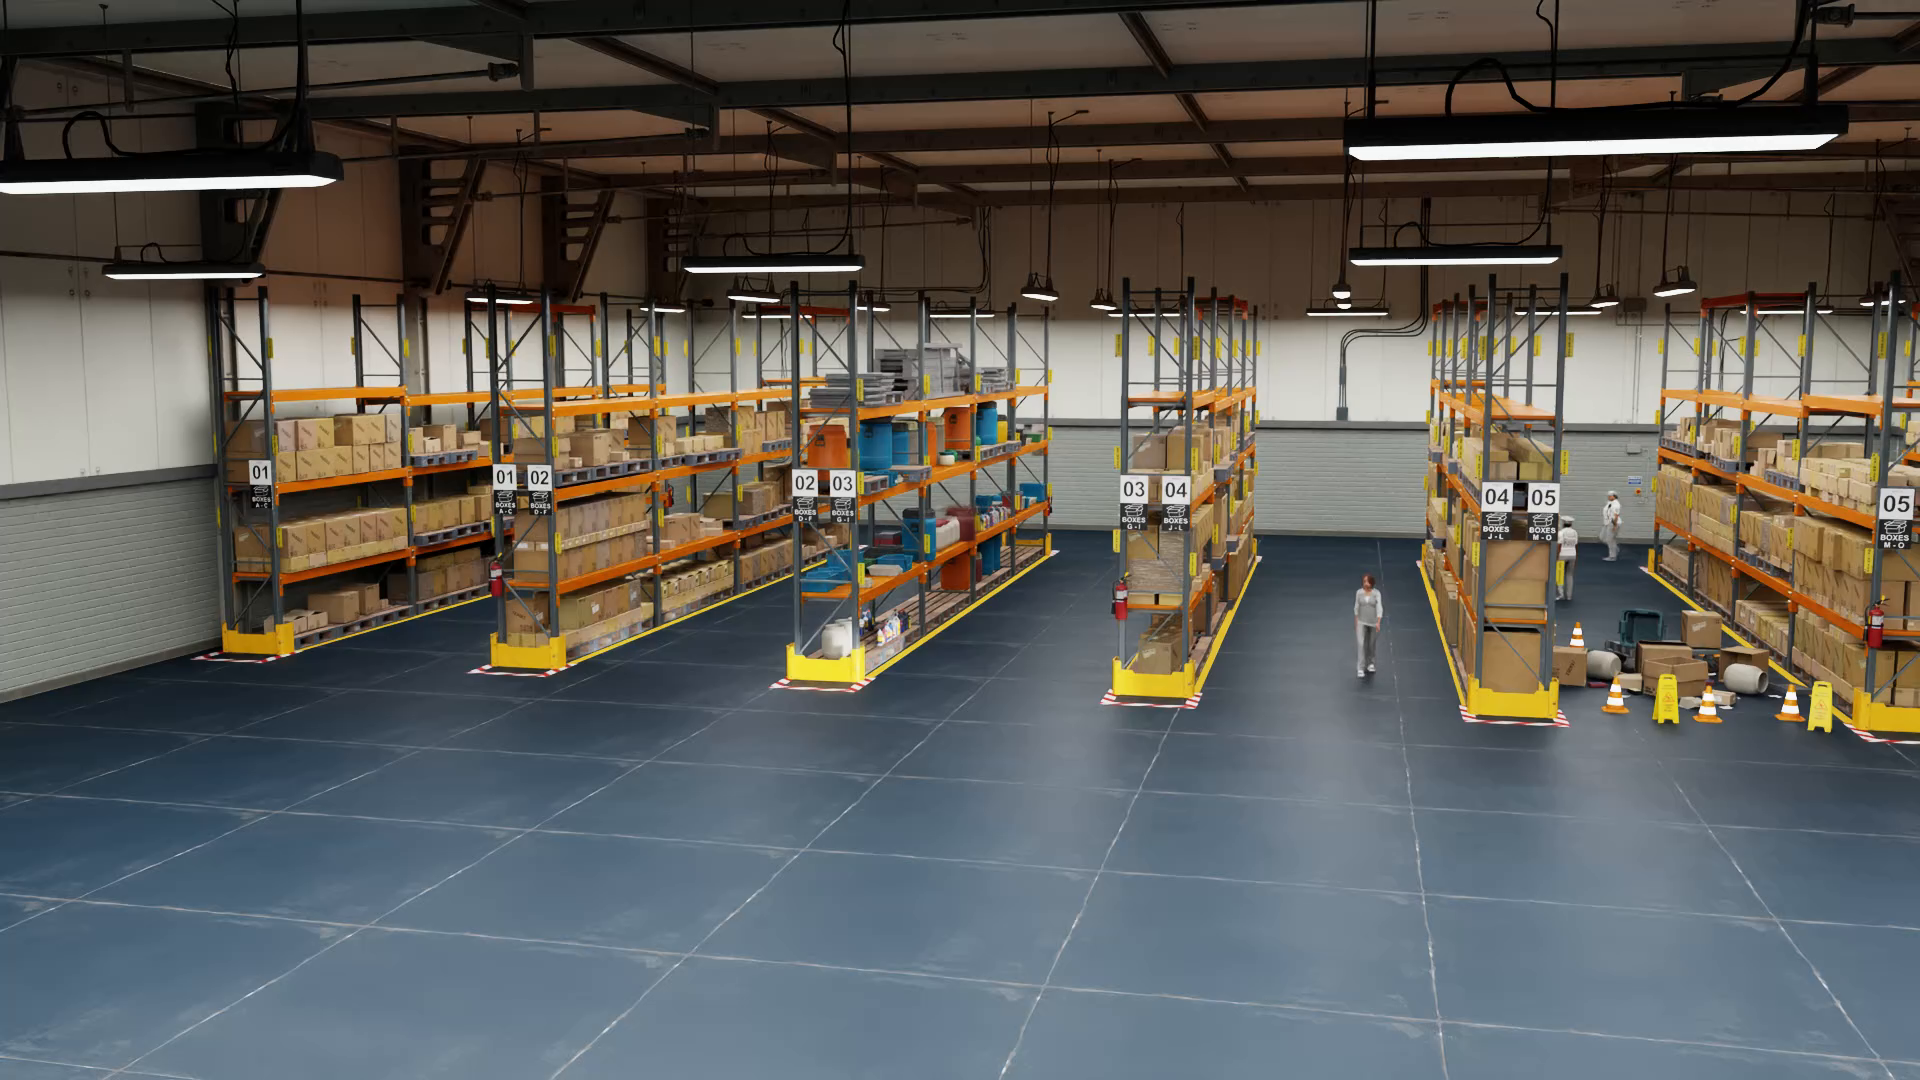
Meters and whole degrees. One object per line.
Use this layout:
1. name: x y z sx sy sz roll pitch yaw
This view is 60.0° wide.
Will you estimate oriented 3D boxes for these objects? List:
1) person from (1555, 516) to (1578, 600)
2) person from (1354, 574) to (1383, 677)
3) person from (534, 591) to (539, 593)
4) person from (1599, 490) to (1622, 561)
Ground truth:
1. person: 12.084 0.380 33.197 0.499 1.714 0.361 -2 7 -13
2. person: 6.228 1.296 25.417 0.420 1.552 0.903 2 7 17
3. person: -8.105 0.426 32.418 0.570 1.775 0.768 -1 7 -10
4. person: 15.411 -0.347 39.278 0.478 1.651 0.511 1 7 4
